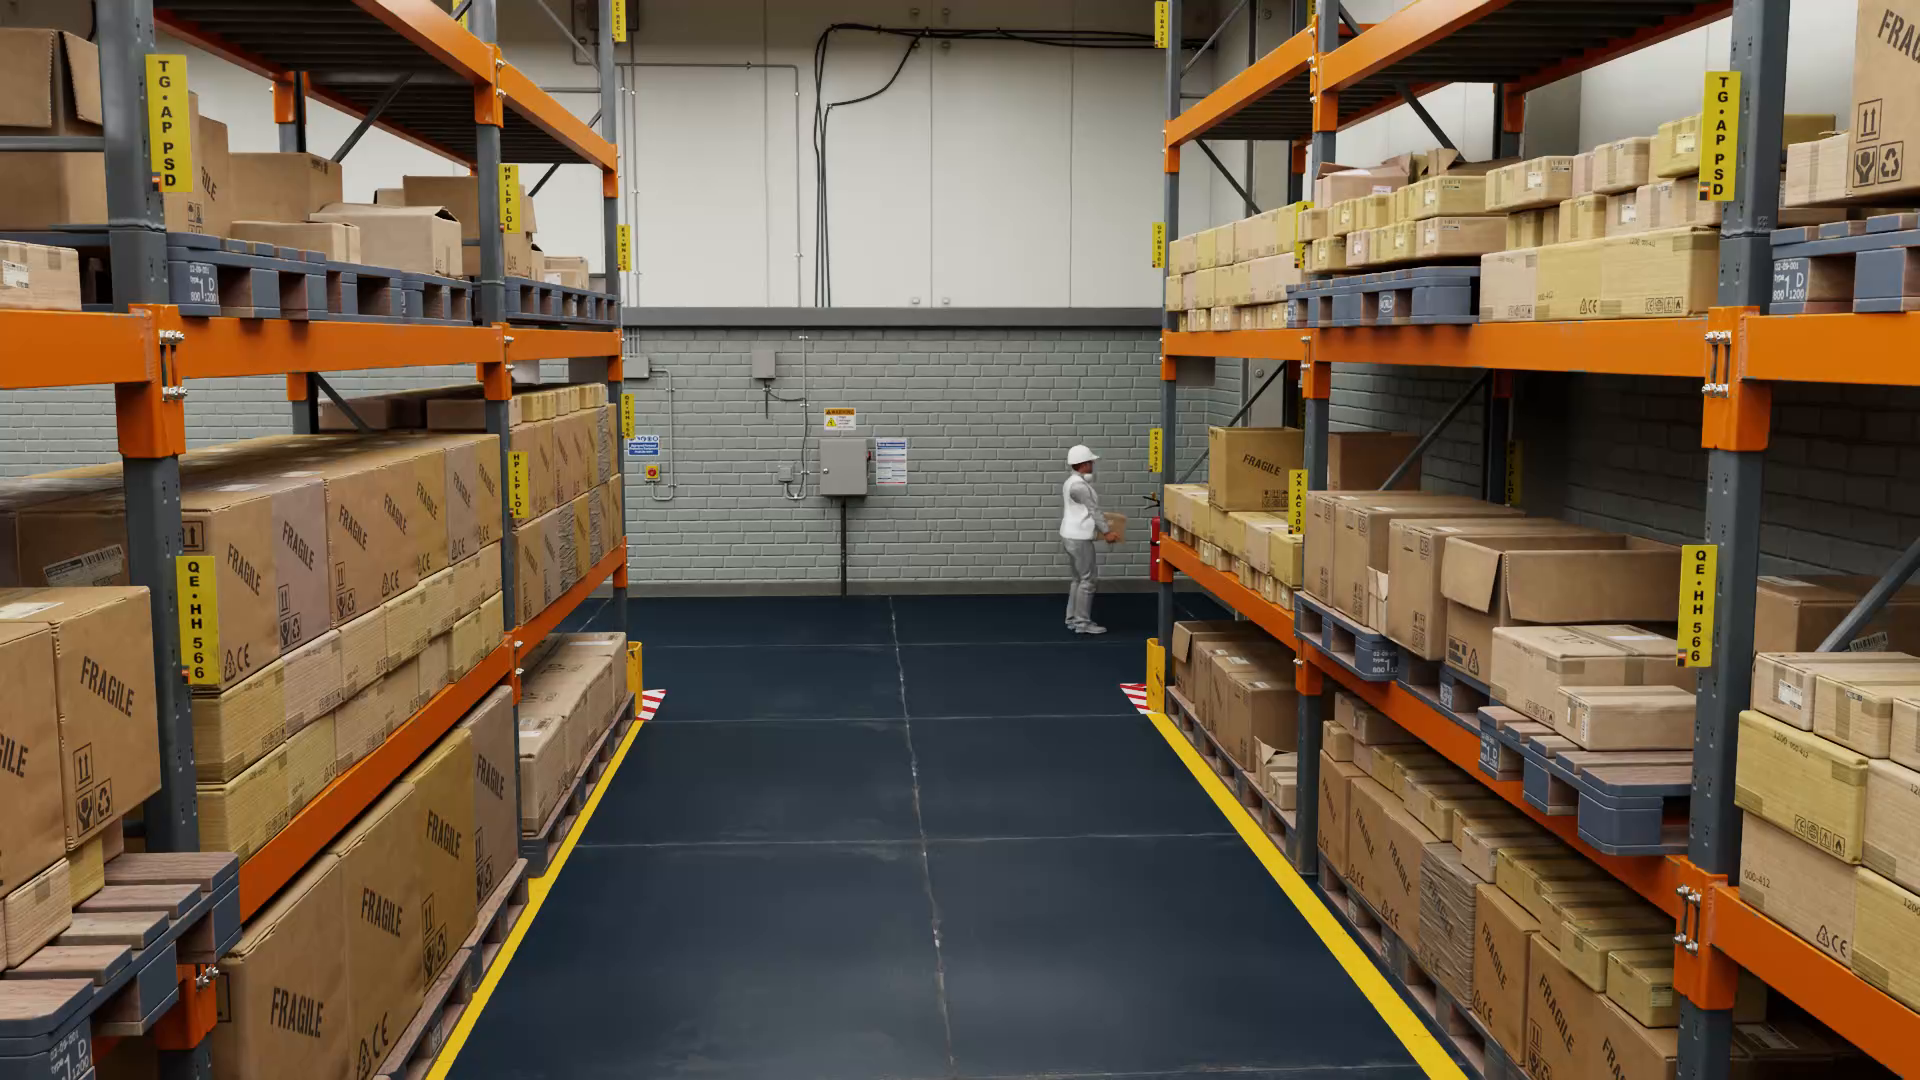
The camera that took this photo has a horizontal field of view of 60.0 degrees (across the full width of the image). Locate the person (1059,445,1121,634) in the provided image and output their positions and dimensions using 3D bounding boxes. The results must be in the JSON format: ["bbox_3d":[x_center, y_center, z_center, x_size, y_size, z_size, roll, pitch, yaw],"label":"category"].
[{"bbox_3d":[1.226,-0.012,15.752,0.551,1.772,0.495,-1,7,-4],"label":"person"}]
